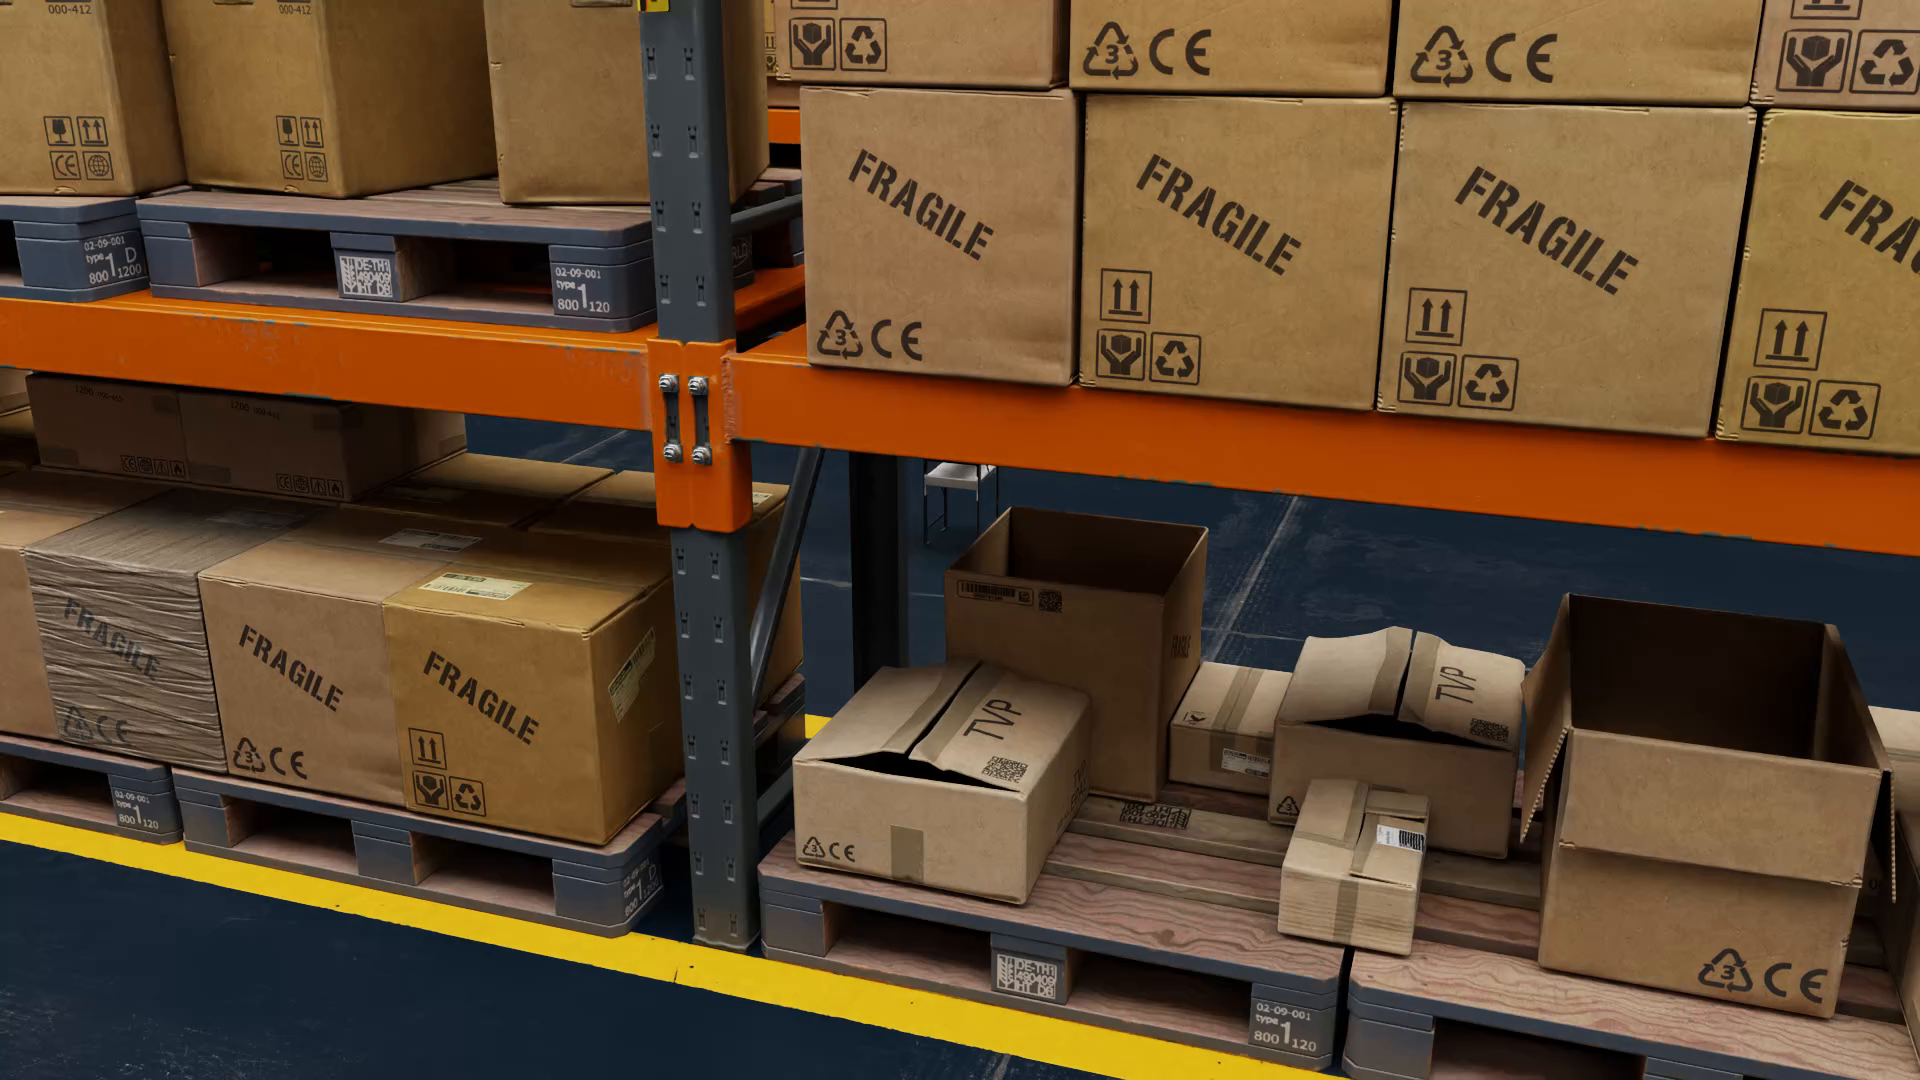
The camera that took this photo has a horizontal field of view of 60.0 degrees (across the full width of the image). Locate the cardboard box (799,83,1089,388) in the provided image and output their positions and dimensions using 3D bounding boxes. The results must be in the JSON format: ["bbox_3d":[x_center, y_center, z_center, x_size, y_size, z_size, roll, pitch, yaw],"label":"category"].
[{"bbox_3d":[0.040,-0.602,3.094,0.500,0.500,0.500,7,20,19],"label":"cardboard box"}]

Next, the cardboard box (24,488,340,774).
[{"bbox_3d":[-1.850,0.203,4.065,0.500,0.500,0.500,7,20,19],"label":"cardboard box"}]

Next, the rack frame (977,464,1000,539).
[{"bbox_3d":[0.104,-0.413,5.894,0.006,0.900,0.240,7,20,18],"label":"rack frame"}]

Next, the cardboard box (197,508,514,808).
[{"bbox_3d":[-1.376,0.258,3.909,0.500,0.500,0.500,7,20,18],"label":"cardboard box"}]

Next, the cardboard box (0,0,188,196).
[{"bbox_3d":[-2.041,-1.112,3.919,0.500,0.500,0.700,1,19,4],"label":"cardboard box"}]

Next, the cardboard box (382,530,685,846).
[{"bbox_3d":[-0.912,0.314,3.748,0.500,0.500,0.500,6,20,18],"label":"cardboard box"}]

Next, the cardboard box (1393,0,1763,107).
[{"bbox_3d":[0.974,-0.964,2.615,0.500,0.500,0.500,6,20,16],"label":"cardboard box"}]

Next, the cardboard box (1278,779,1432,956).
[{"bbox_3d":[0.794,0.638,3.324,0.250,0.166,0.380,7,20,18],"label":"cardboard box"}]

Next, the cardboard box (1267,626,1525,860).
[{"bbox_3d":[0.988,0.422,3.726,0.500,0.311,0.500,7,20,18],"label":"cardboard box"}]

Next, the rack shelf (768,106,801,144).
[{"bbox_3d":[-0.619,-2.112,8.670,4.000,0.370,1.077,7,20,18],"label":"rack shelf"}]

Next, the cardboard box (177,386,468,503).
[{"bbox_3d":[-1.673,-0.312,4.405,0.500,0.250,0.500,7,20,18],"label":"cardboard box"}]

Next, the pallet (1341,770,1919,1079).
[{"bbox_3d":[1.453,0.828,3.381,1.213,0.211,1.003,7,20,18],"label":"pallet"}]

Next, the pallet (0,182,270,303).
[{"bbox_3d":[-2.292,-0.827,4.184,1.213,0.211,1.003,7,20,18],"label":"pallet"}]

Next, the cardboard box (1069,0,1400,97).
[{"bbox_3d":[0.489,-1.020,2.774,0.500,0.500,0.500,6,20,16],"label":"cardboard box"}]

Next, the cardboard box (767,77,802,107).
[{"bbox_3d":[-0.820,-2.288,8.435,0.250,0.149,0.380,7,20,18],"label":"cardboard box"}]

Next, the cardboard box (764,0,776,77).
[{"bbox_3d":[-0.679,-2.565,8.244,0.500,0.500,0.500,7,20,20],"label":"cardboard box"}]

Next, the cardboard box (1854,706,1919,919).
[{"bbox_3d":[2.062,0.573,3.384,0.500,0.250,0.500,7,20,18],"label":"cardboard box"}]

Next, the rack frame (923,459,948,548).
[{"bbox_3d":[-0.088,-0.435,5.957,0.006,0.900,0.240,7,20,18],"label":"rack frame"}]

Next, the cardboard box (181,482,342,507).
[{"bbox_3d":[-1.706,0.039,4.535,0.500,0.500,0.500,7,20,19],"label":"cardboard box"}]

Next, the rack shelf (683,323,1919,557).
[{"bbox_3d":[1.538,-0.139,3.010,4.000,0.370,1.077,7,20,18],"label":"rack shelf"}]

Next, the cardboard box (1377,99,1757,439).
[{"bbox_3d":[0.997,-0.493,2.782,0.500,0.500,0.500,6,20,18],"label":"cardboard box"}]

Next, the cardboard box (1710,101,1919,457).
[{"bbox_3d":[1.478,-0.439,2.625,0.500,0.500,0.500,6,20,17],"label":"cardboard box"}]

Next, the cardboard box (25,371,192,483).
[{"bbox_3d":[-2.147,-0.366,4.560,0.500,0.250,0.500,6,20,17],"label":"cardboard box"}]

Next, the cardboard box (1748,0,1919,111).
[{"bbox_3d":[1.462,-0.909,2.455,0.500,0.500,0.500,7,20,20],"label":"cardboard box"}]

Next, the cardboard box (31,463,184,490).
[{"bbox_3d":[-2.183,-0.015,4.692,0.500,0.500,0.500,6,20,16],"label":"cardboard box"}]

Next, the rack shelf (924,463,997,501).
[{"bbox_3d":[0.008,-0.223,5.996,0.200,0.077,0.258,7,20,18],"label":"rack shelf"}]

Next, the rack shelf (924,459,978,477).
[{"bbox_3d":[0.008,-0.308,5.966,0.200,0.077,0.258,7,20,18],"label":"rack shelf"}]

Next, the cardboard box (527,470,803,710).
[{"bbox_3d":[-0.729,0.150,4.218,0.500,0.500,0.500,6,20,16],"label":"cardboard box"}]

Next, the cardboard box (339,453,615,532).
[{"bbox_3d":[-1.236,0.096,4.373,0.500,0.500,0.500,7,20,19],"label":"cardboard box"}]

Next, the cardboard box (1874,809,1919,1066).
[{"bbox_3d":[1.945,0.734,2.922,0.500,0.250,0.500,7,20,18],"label":"cardboard box"}]

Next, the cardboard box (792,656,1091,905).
[{"bbox_3d":[-0.026,0.480,3.559,0.500,0.311,0.500,7,20,18],"label":"cardboard box"}]

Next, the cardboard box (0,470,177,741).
[{"bbox_3d":[-2.331,0.149,4.220,0.500,0.500,0.500,6,20,16],"label":"cardboard box"}]

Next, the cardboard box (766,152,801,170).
[{"bbox_3d":[-1.031,-1.634,8.834,0.750,0.750,0.750,6,20,18],"label":"cardboard box"}]

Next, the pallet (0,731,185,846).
[{"bbox_3d":[-2.289,0.415,4.566,1.213,0.211,1.003,7,20,18],"label":"pallet"}]

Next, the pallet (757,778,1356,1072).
[{"bbox_3d":[0.297,0.697,3.757,1.213,0.211,1.003,7,20,18],"label":"pallet"}]

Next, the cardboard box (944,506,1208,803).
[{"bbox_3d":[0.280,0.251,3.927,0.500,0.500,0.500,7,20,18],"label":"cardboard box"}]

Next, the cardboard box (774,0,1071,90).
[{"bbox_3d":[0.001,-1.076,2.934,0.500,0.500,0.500,7,20,19],"label":"cardboard box"}]

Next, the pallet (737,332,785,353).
[{"bbox_3d":[-0.639,-1.110,8.939,1.213,0.211,1.003,7,20,18],"label":"pallet"}]

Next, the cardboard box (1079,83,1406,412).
[{"bbox_3d":[0.525,-0.548,2.939,0.500,0.500,0.500,7,20,19],"label":"cardboard box"}]

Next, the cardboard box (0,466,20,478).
[{"bbox_3d":[-2.825,0.094,4.377,0.500,0.500,0.500,6,20,17],"label":"cardboard box"}]

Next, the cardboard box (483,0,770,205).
[{"bbox_3d":[-0.726,-1.061,3.773,0.500,0.500,0.700,0,19,0],"label":"cardboard box"}]

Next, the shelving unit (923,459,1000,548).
[{"bbox_3d":[0.008,-0.424,5.926,0.210,0.900,0.258,7,20,18],"label":"shelving unit"}]

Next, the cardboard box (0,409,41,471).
[{"bbox_3d":[-2.681,-0.070,4.849,0.500,0.500,0.500,6,20,16],"label":"cardboard box"}]

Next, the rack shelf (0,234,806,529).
[{"bbox_3d":[-2.241,-0.571,4.250,4.000,0.370,1.077,7,20,18],"label":"rack shelf"}]

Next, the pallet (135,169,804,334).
[{"bbox_3d":[-1.071,-0.724,3.888,1.213,0.211,1.003,7,20,18],"label":"pallet"}]

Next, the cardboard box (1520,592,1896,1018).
[{"bbox_3d":[1.425,0.478,3.273,0.637,0.503,0.797,7,20,18],"label":"cardboard box"}]

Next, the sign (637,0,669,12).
[{"bbox_3d":[-0.530,-1.068,2.825,0.005,0.325,0.100,7,20,18],"label":"sign"}]

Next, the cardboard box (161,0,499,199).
[{"bbox_3d":[-1.396,-1.115,3.929,0.500,0.500,0.700,10,22,27],"label":"cardboard box"}]

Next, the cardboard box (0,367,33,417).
[{"bbox_3d":[-3.115,-0.475,4.873,0.500,0.250,0.500,7,21,20],"label":"cardboard box"}]

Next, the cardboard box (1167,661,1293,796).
[{"bbox_3d":[0.654,0.439,3.922,0.250,0.149,0.380,7,20,18],"label":"cardboard box"}]

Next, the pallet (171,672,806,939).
[{"bbox_3d":[-1.132,0.546,4.189,1.213,0.211,1.003,7,20,18],"label":"pallet"}]

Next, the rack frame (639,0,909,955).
[{"bbox_3d":[-0.352,-0.695,3.512,0.127,3.000,1.000,7,20,18],"label":"rack frame"}]
